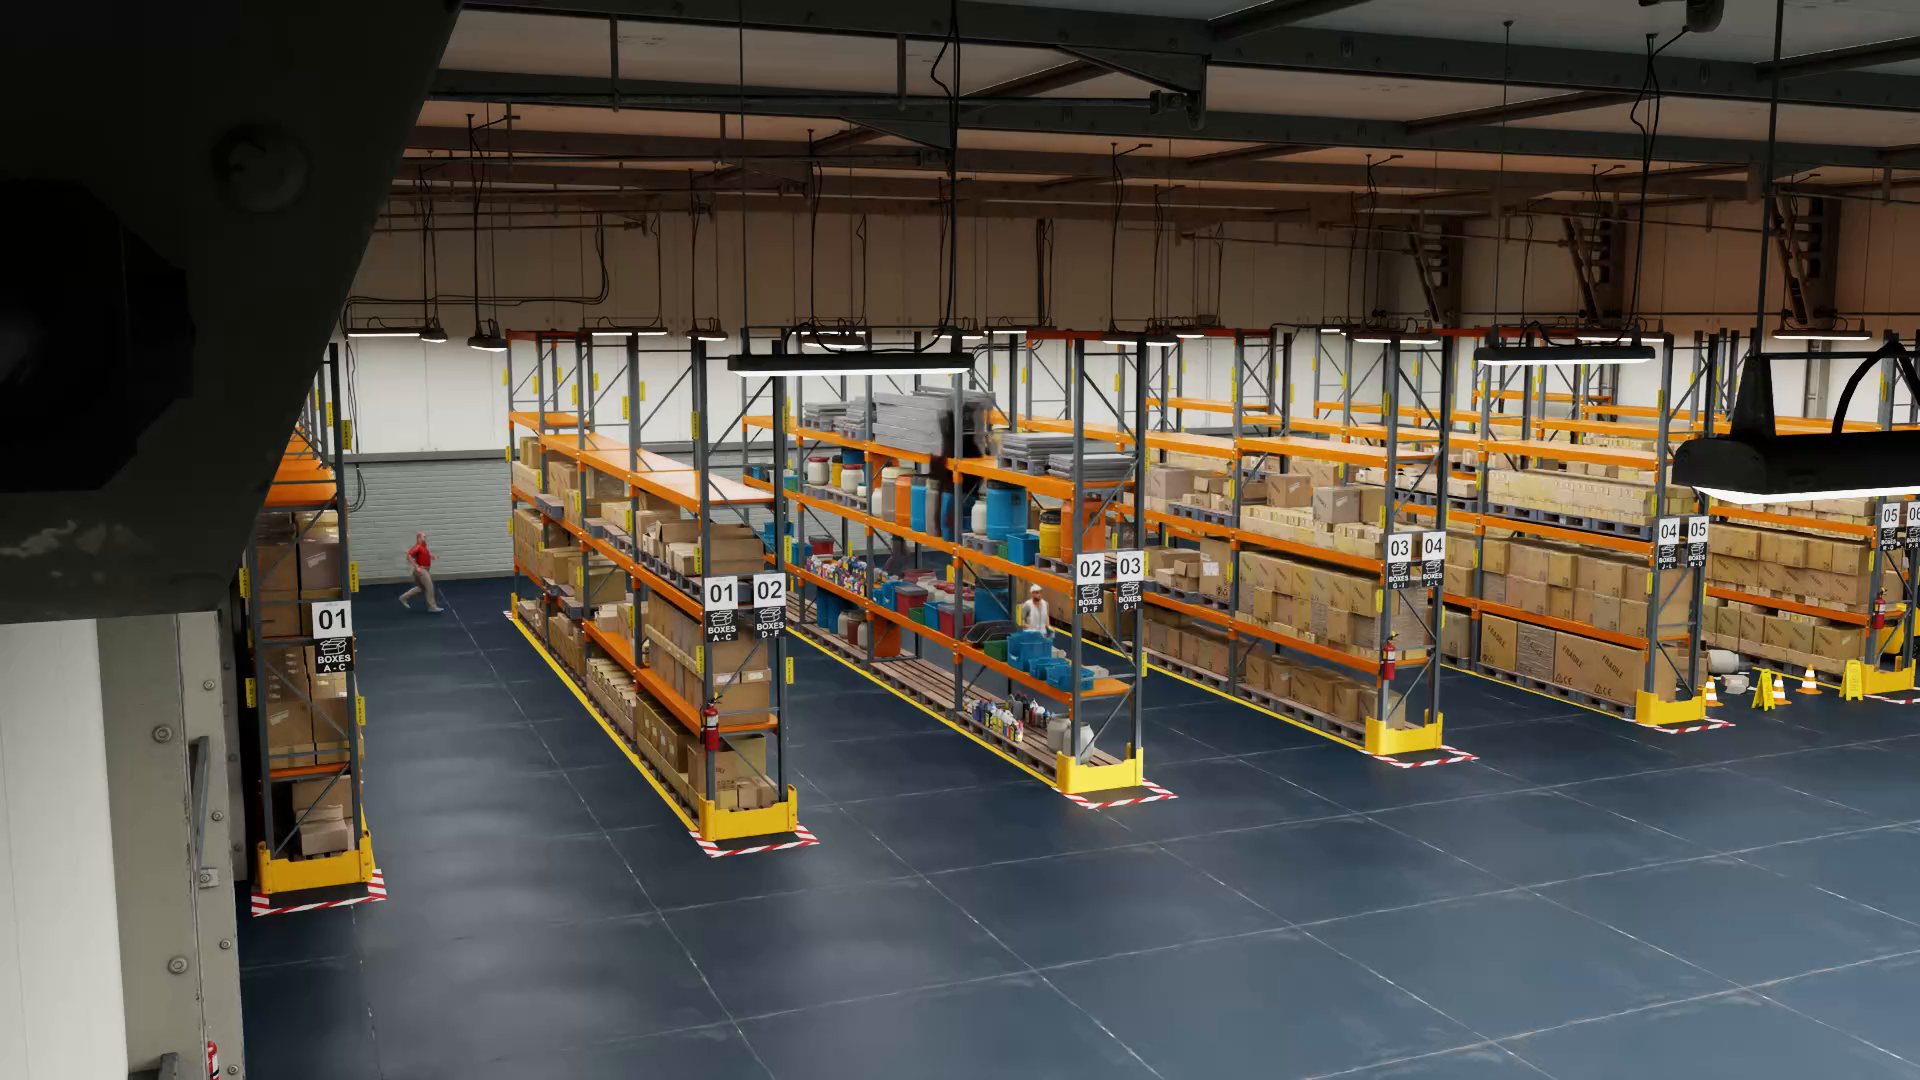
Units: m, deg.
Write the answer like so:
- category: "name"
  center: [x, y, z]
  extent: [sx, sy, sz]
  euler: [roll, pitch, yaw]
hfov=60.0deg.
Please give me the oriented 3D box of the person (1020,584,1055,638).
- category: "person"
  center: [1.295, 1.607, 28.509]
  extent: [0.650, 1.728, 0.630]
  euler: [-5, 9, -30]

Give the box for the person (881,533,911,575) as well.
- category: "person"
  center: [-1.465, 0.087, 39.662]
  extent: [0.848, 1.782, 0.645]
  euler: [0, 8, 0]

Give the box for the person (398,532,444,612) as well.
- category: "person"
  center: [-11.445, 0.680, 35.217]
  extent: [0.933, 1.708, 0.653]
  euler: [-2, 8, -14]
